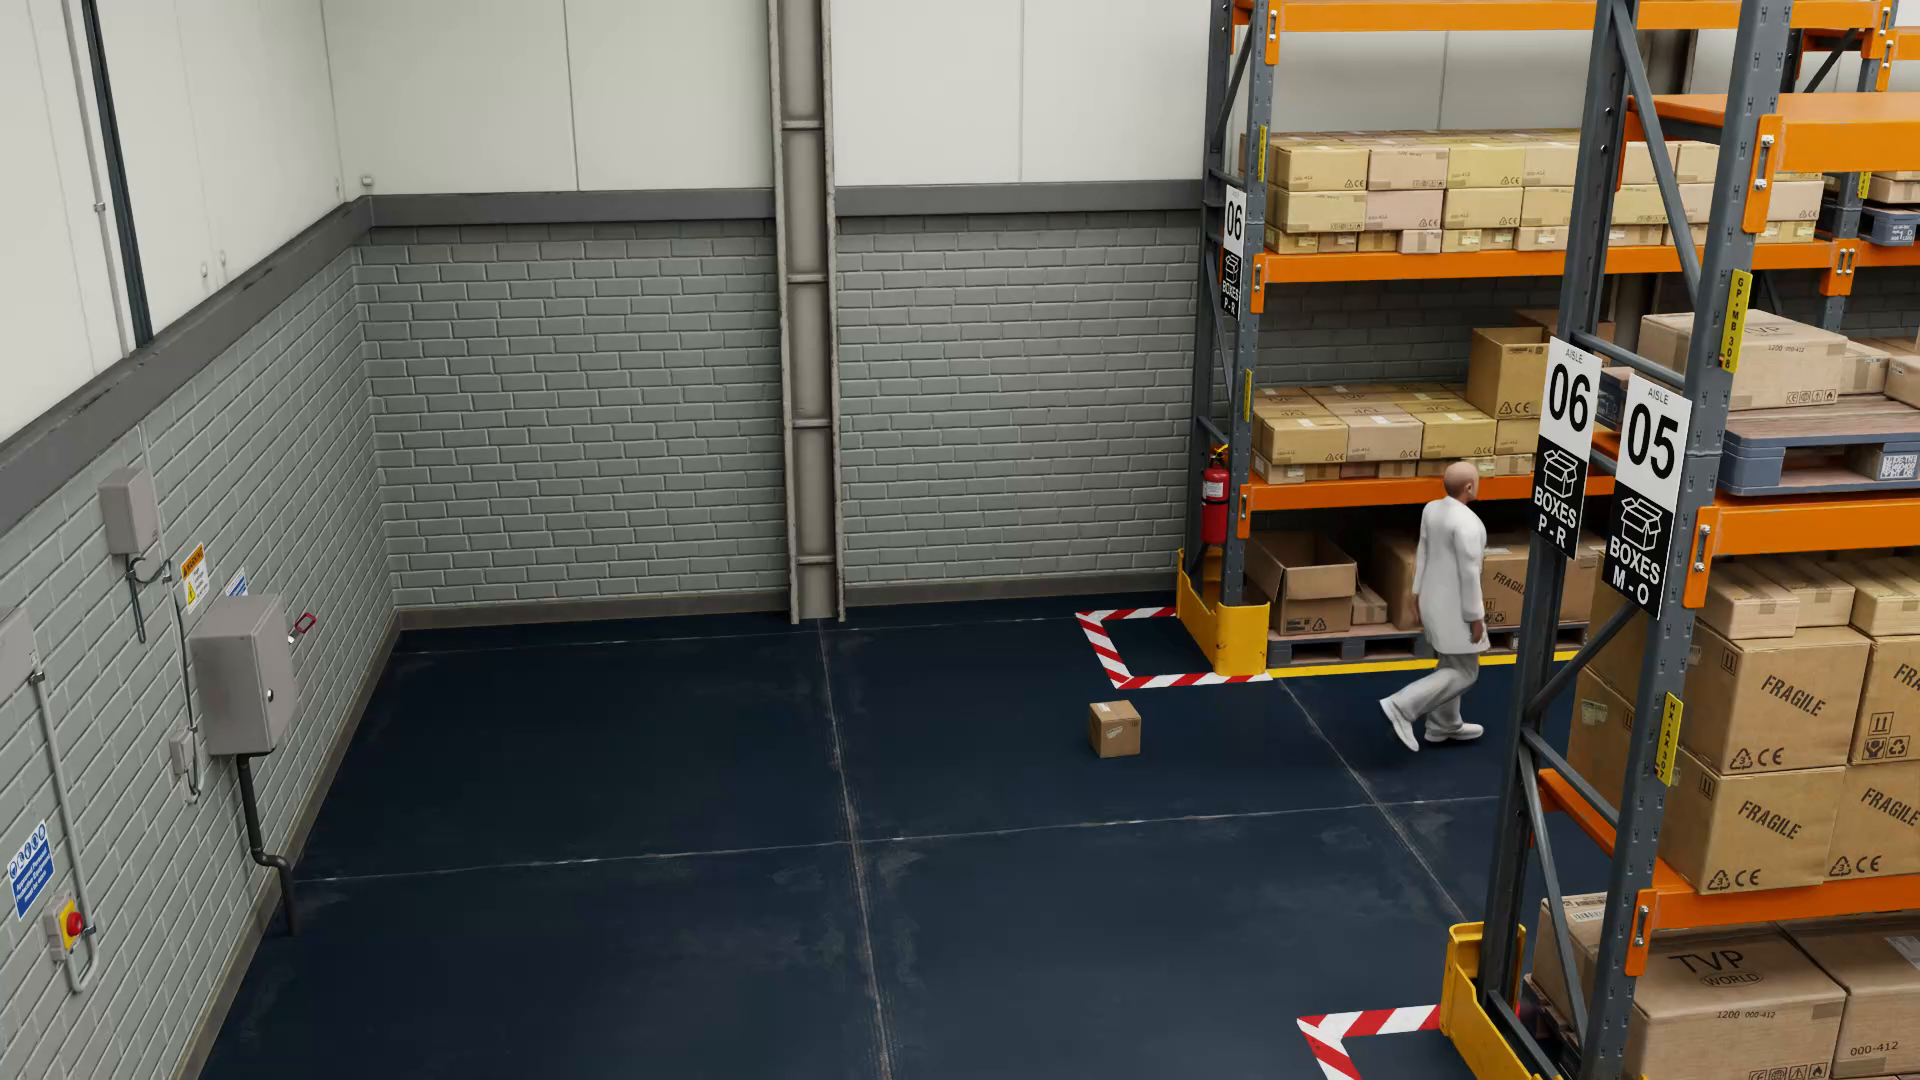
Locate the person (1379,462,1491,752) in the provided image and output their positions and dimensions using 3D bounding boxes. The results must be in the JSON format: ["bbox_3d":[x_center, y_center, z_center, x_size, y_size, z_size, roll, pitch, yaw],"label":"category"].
[{"bbox_3d":[2.849,0.398,9.901,0.756,1.767,0.619,-4,20,-10],"label":"person"}]
